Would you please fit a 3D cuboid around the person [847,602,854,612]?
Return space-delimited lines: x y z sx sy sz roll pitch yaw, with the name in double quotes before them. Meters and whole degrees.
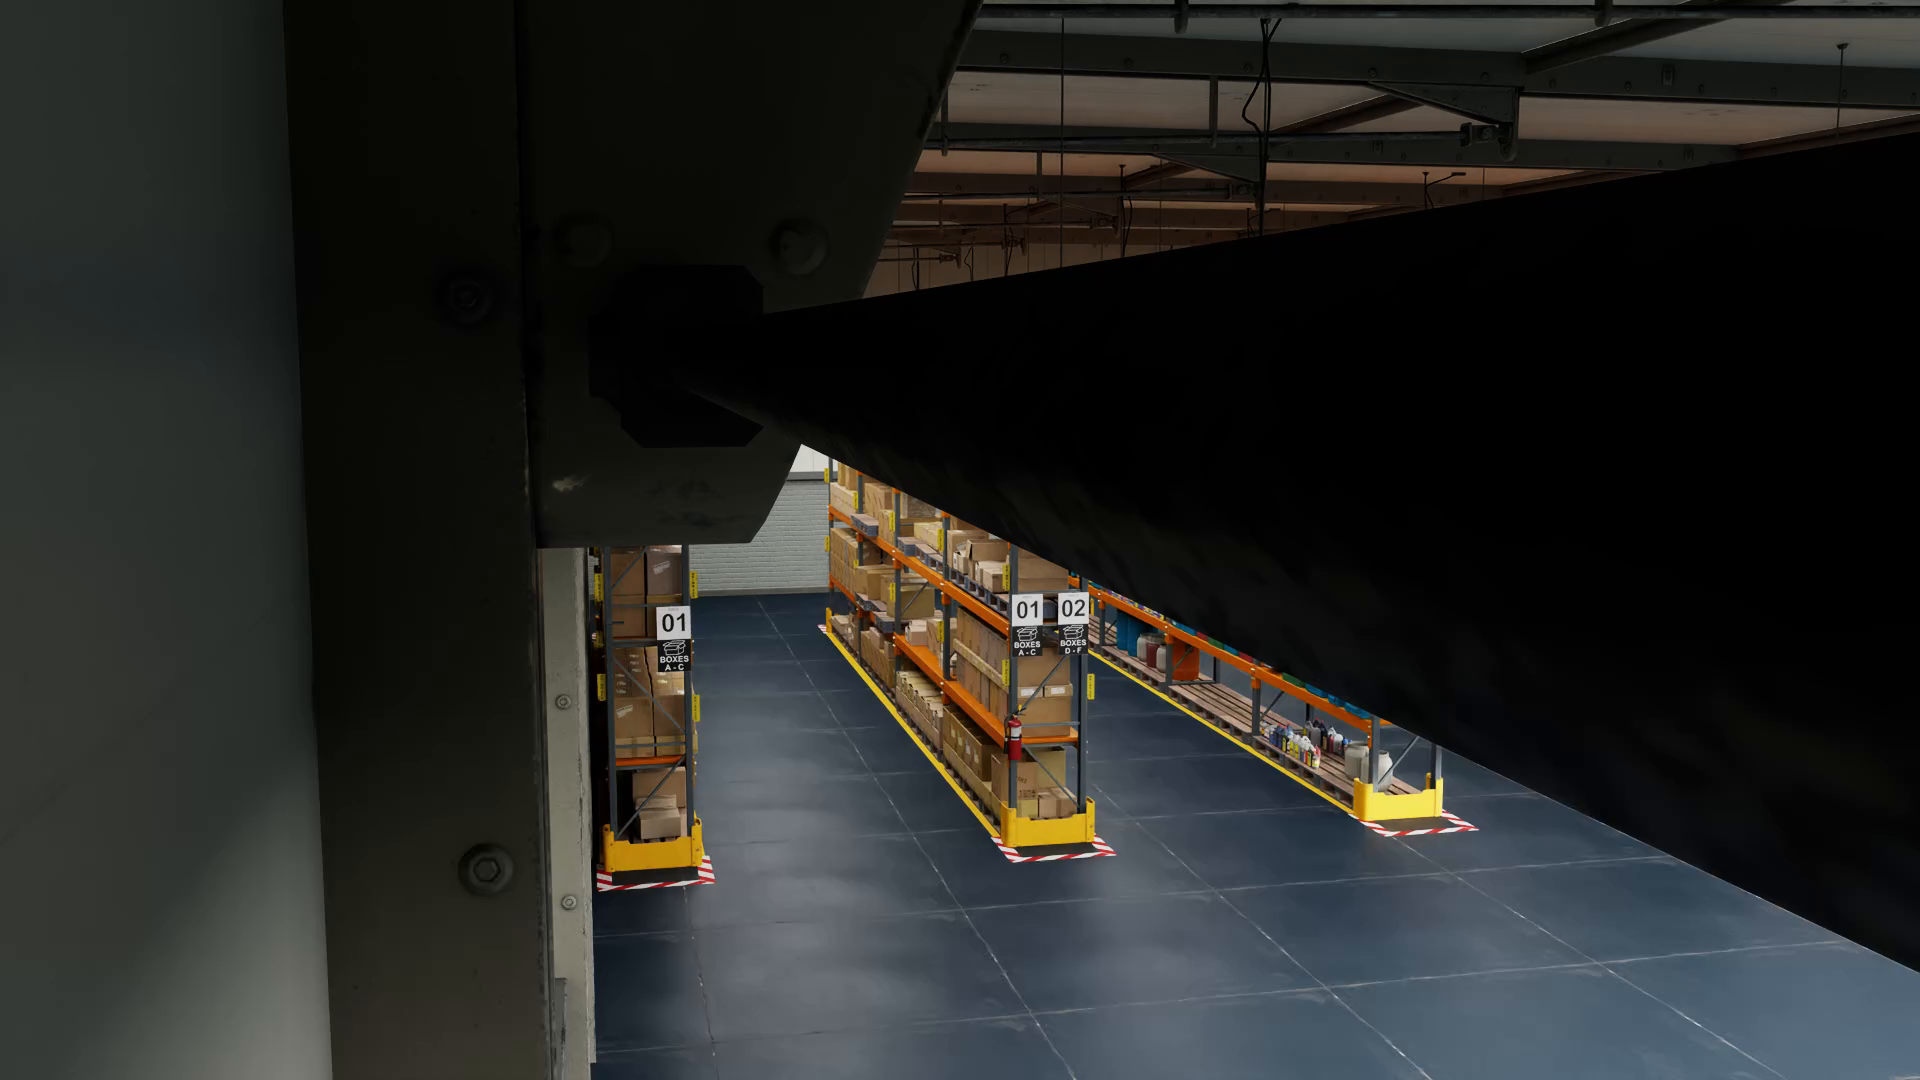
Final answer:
"person" -2.234 0.952 38.075 0.615 1.700 0.541 3 7 25
